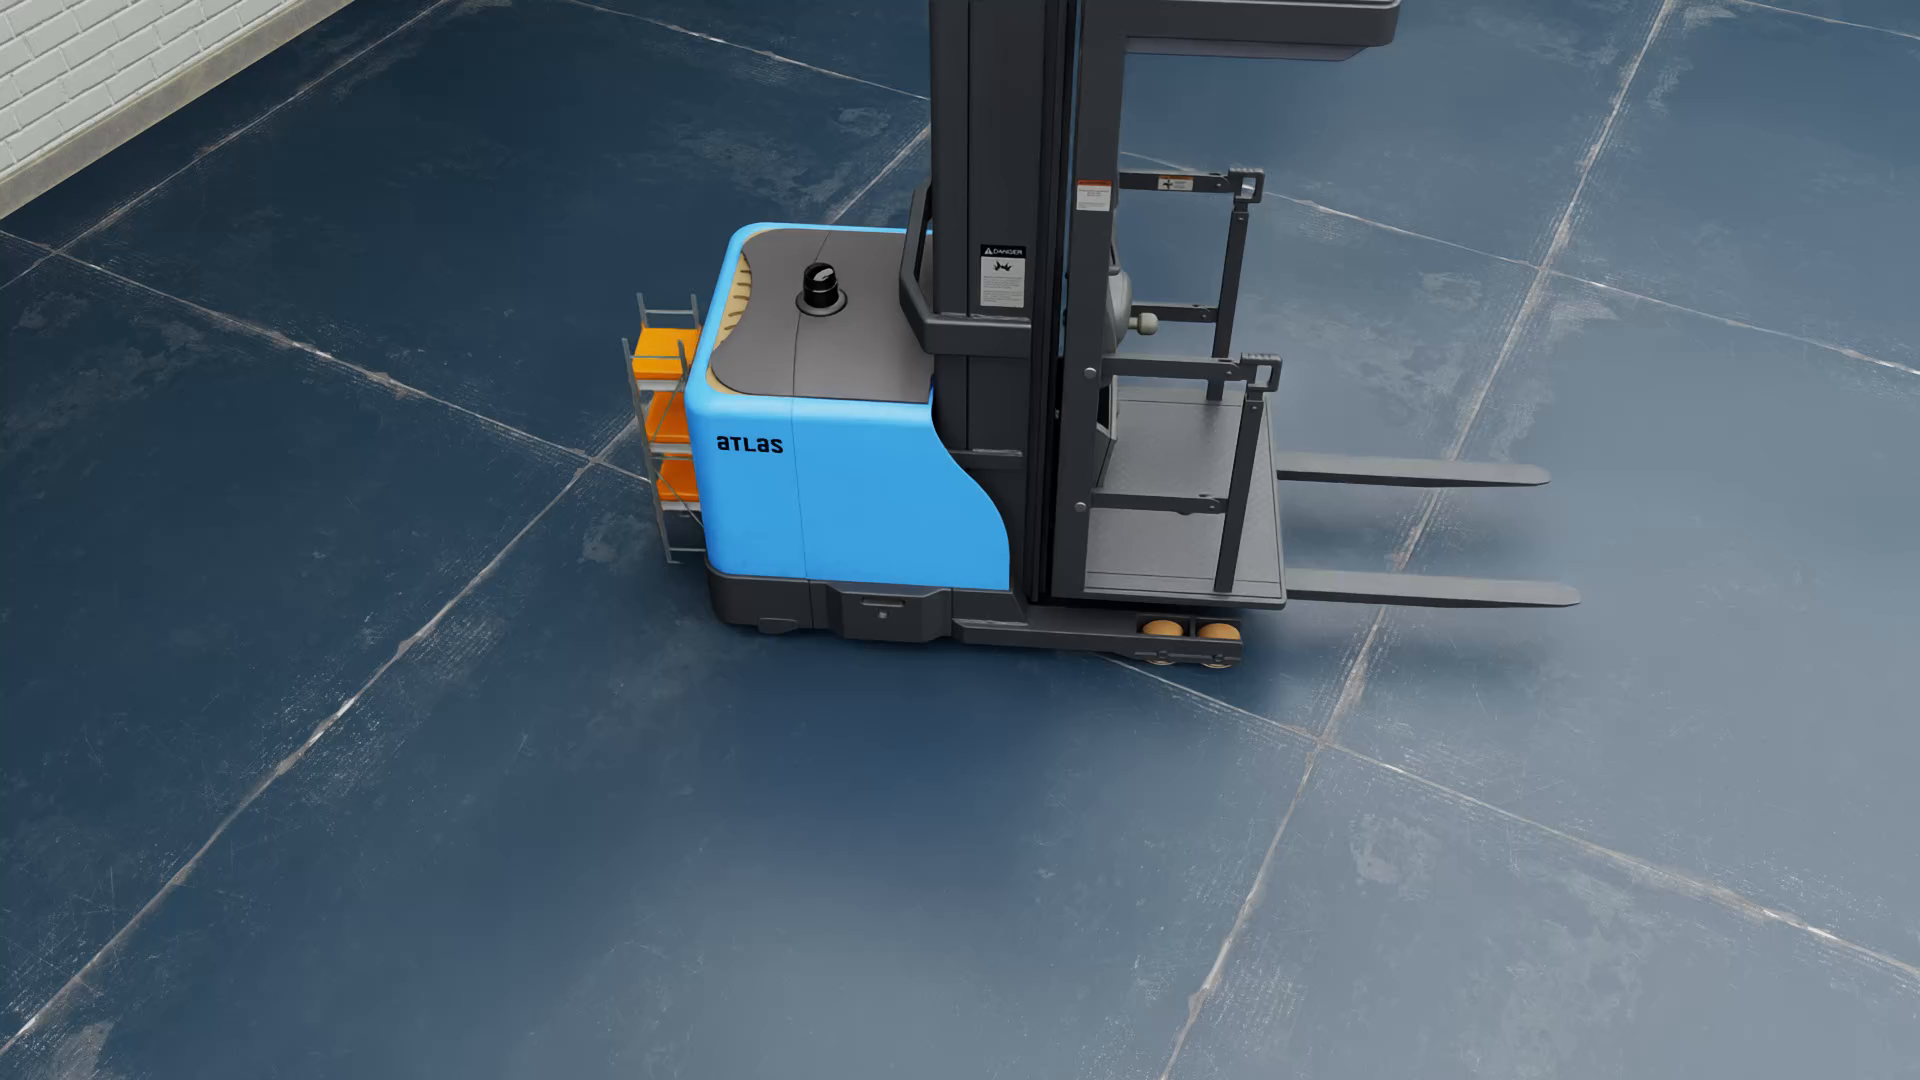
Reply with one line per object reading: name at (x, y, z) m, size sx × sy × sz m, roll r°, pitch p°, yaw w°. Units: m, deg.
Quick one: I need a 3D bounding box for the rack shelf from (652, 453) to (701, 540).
rack shelf at (-0.981, -0.167, 6.079) m, size 0.215 × 0.259 × 0.240 m, roll 2°, pitch 45°, yaw 3°

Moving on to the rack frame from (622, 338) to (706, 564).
rack frame at (-0.994, -0.283, 5.789) m, size 0.200 × 1.050 × 0.008 m, roll 2°, pitch 45°, yaw 3°

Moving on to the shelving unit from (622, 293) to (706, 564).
shelving unit at (-0.986, -0.370, 5.874) m, size 0.215 × 1.050 × 0.252 m, roll 2°, pitch 45°, yaw 3°

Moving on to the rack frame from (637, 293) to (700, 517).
rack frame at (-0.979, -0.456, 5.960) m, size 0.200 × 1.050 × 0.008 m, roll 2°, pitch 45°, yaw 3°

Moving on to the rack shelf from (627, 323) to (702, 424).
rack shelf at (-0.991, -0.562, 5.680) m, size 0.215 × 0.259 × 0.240 m, roll 2°, pitch 45°, yaw 3°

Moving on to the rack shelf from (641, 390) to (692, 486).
rack shelf at (-0.986, -0.362, 5.882) m, size 0.215 × 0.259 × 0.240 m, roll 2°, pitch 45°, yaw 3°

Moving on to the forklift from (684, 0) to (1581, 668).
forklift at (0.657, -0.978, 5.156) m, size 3.031 × 2.935 × 1.130 m, roll 3°, pitch 45°, yaw 3°
